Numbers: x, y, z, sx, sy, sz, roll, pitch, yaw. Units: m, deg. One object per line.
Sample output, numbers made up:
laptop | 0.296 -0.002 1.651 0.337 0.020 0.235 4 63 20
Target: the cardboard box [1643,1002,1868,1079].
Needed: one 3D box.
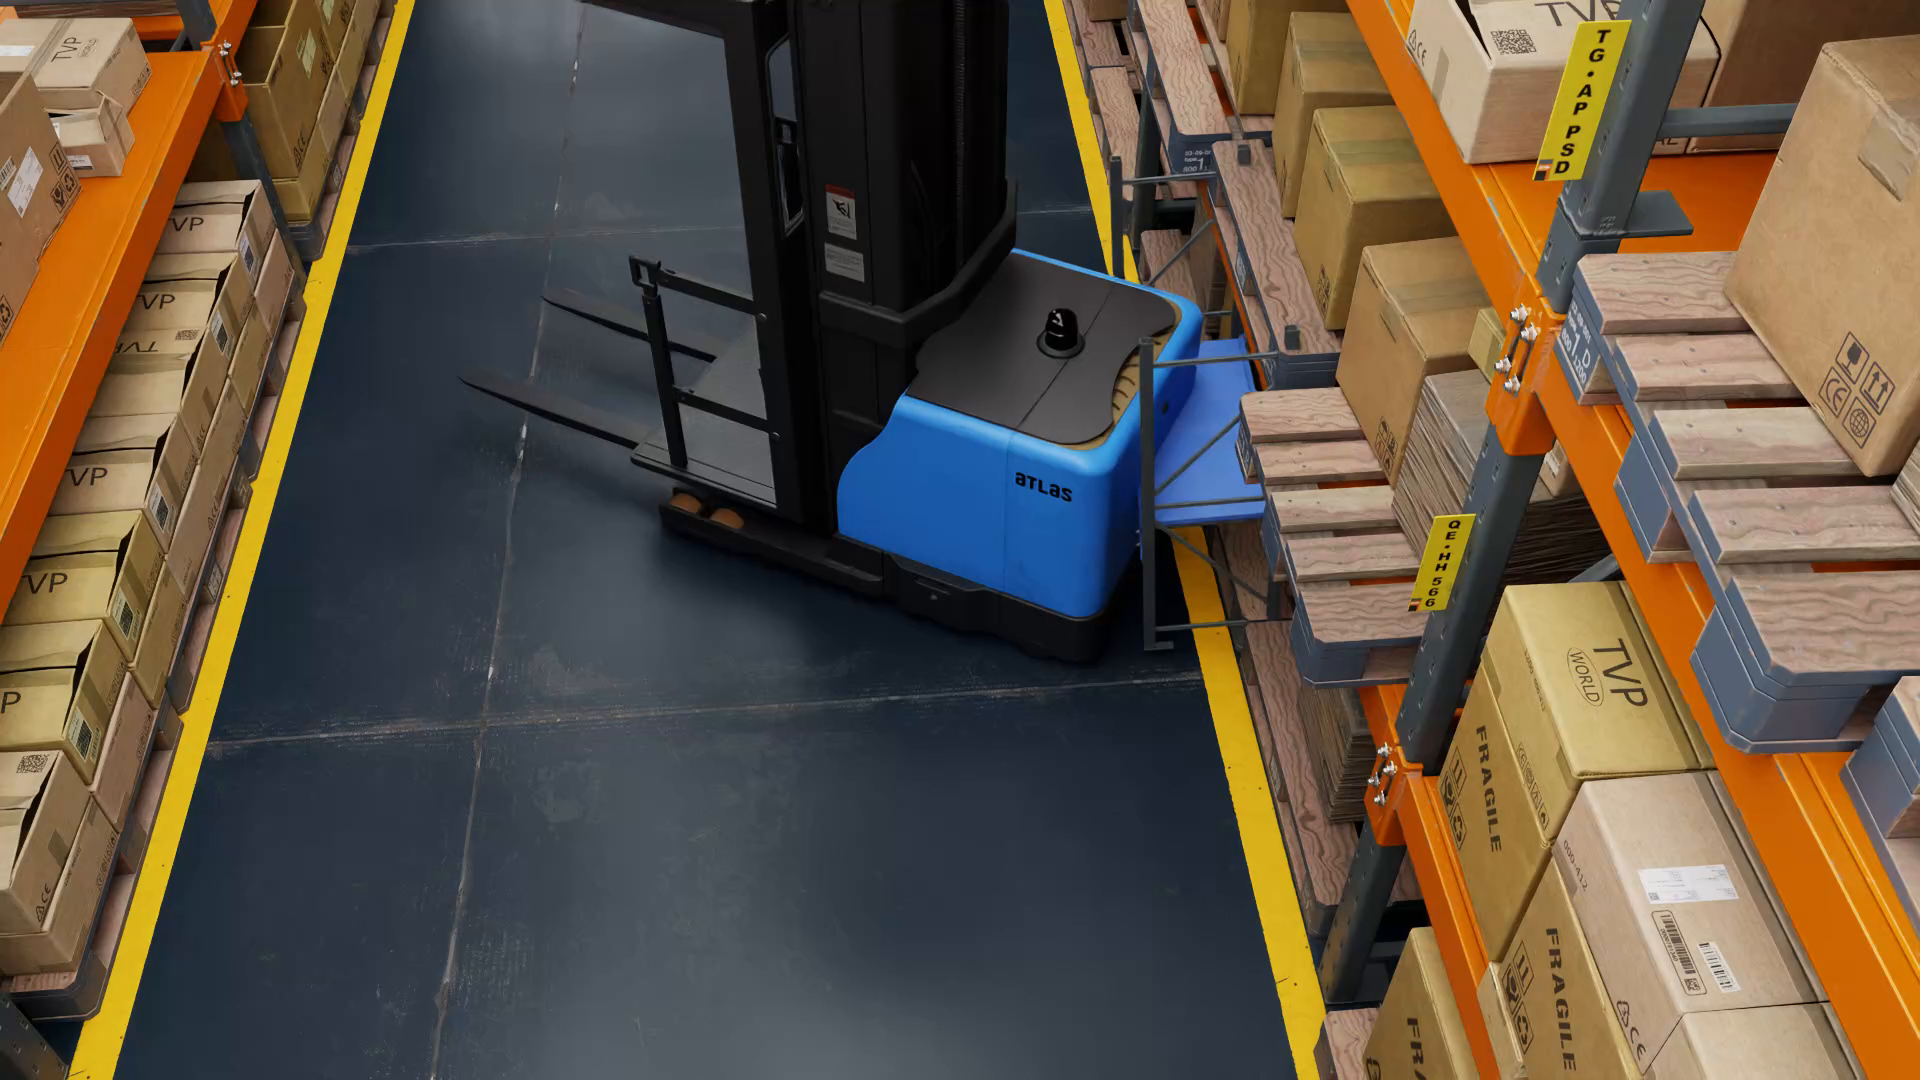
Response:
cardboard box | 1.539 1.081 2.856 0.500 0.250 0.500 -3 47 -3

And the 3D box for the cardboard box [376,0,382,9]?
cardboard box | -3.502 -3.203 9.322 0.500 0.250 0.500 -3 47 -3

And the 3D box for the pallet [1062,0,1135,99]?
pallet | 1.135 -2.916 9.366 1.003 0.211 1.213 -3 47 -3

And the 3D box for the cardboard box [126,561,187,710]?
cardboard box | -3.113 0.356 5.951 0.500 0.250 0.500 -5 47 -4

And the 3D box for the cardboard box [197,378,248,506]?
cardboard box | -3.197 -0.383 6.651 0.500 0.250 0.500 -3 47 -2

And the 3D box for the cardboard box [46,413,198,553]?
cardboard box | -3.157 -0.218 6.108 0.500 0.311 0.500 -4 47 -4

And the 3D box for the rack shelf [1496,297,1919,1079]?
rack shelf | 1.834 1.051 2.118 1.077 0.370 4.000 -3 47 -3

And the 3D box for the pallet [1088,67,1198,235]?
pallet | 1.240 -2.031 8.528 1.003 0.211 1.213 -3 47 -3

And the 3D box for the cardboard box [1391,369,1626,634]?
cardboard box | 1.617 -0.137 4.442 0.700 0.500 0.500 -8 47 -8

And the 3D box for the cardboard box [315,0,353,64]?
cardboard box | -3.415 -2.737 8.365 0.500 0.500 0.500 -3 47 -3

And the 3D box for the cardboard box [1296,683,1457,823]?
cardboard box | 1.554 0.578 5.555 0.700 0.500 0.500 -3 47 -3

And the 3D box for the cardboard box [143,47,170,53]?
cardboard box | -3.891 -2.344 7.992 0.500 0.500 0.500 -3 47 -3

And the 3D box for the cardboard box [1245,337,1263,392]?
cardboard box | 1.506 -0.524 6.599 0.700 0.500 0.500 -3 47 -3

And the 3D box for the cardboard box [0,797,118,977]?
cardboard box | -3.021 1.096 5.251 0.500 0.250 0.500 -4 47 -3

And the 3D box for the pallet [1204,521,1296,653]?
pallet | 1.504 -0.099 6.699 1.003 0.211 1.213 -3 47 -3

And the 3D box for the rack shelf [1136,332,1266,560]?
rack shelf | 0.879 -0.371 6.226 0.538 0.185 1.000 -5 46 3

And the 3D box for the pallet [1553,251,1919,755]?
pallet | 1.773 -0.116 2.858 1.213 0.211 1.003 -2 47 -1

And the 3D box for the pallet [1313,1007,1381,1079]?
pallet | 1.657 1.922 4.785 1.003 0.211 1.213 -3 47 -3

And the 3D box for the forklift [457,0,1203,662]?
forklift | -0.647 -1.297 5.959 3.031 2.935 1.130 19 50 17

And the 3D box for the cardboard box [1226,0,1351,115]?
cardboard box | 1.380 -1.917 6.128 0.700 0.500 0.500 1 47 1

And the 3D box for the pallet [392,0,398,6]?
pallet | -3.833 -3.587 10.002 1.003 0.211 1.213 -3 47 -3

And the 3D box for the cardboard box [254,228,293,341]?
cardboard box | -3.281 -1.119 7.348 0.500 0.250 0.500 -4 47 -4

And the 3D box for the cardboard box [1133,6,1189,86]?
cardboard box | 1.205 -2.546 8.514 0.500 0.500 0.500 -7 47 -6

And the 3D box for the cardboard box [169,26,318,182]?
cardboard box | -3.331 -2.014 7.679 0.500 0.500 0.500 -3 47 -3

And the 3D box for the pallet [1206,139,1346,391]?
pallet | 1.460 -0.976 5.740 1.003 0.211 1.213 -3 47 -3

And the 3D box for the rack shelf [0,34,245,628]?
rack shelf | -3.437 -0.508 5.661 1.077 0.370 4.000 -3 47 -3

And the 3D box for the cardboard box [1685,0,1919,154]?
cardboard box | 1.835 -1.220 3.691 0.500 0.500 0.500 -3 47 -3

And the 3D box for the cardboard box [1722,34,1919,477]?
cardboard box | 1.764 -0.489 2.709 0.700 0.500 0.500 -7 47 -6

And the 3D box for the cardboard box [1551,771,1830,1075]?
cardboard box | 1.493 0.719 3.199 0.500 0.250 0.500 -4 47 -4

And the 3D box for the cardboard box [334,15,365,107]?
cardboard box | -3.414 -2.479 8.637 0.500 0.250 0.500 -3 47 -3

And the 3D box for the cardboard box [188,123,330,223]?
cardboard box | -3.341 -1.755 7.951 0.500 0.250 0.500 -3 47 -3

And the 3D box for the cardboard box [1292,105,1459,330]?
cardboard box | 1.491 -1.037 5.295 0.700 0.500 0.500 -3 47 -3

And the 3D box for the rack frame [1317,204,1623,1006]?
rack frame | 1.667 0.388 4.317 1.000 3.000 0.127 -3 47 -3

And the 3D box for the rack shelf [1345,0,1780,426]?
rack shelf | 1.499 -1.843 4.859 1.077 0.370 4.000 -3 47 -3

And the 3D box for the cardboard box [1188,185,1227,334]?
cardboard box | 1.410 -1.266 7.302 0.700 0.500 0.500 -2 47 -2

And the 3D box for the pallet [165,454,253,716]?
pallet | -3.398 0.172 6.442 1.003 0.211 1.213 -3 47 -3

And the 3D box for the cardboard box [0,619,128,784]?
cardboard box | -3.073 0.524 5.407 0.500 0.311 0.500 -5 47 -4

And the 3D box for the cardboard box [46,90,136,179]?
cardboard box | -3.348 -1.531 6.227 0.396 0.266 0.258 -5 47 -4

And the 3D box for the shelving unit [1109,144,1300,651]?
shelving unit | 0.863 -0.494 6.096 0.538 1.500 1.048 -5 46 3

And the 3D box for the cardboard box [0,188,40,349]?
cardboard box | -3.470 -0.937 5.502 0.500 0.500 0.500 -3 47 -3

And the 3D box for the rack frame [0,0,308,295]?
rack frame | -3.604 -2.202 6.770 1.000 3.000 0.127 -3 47 -3

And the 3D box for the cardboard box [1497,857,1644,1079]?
cardboard box | 1.487 0.991 3.458 0.500 0.500 0.500 -2 47 -2

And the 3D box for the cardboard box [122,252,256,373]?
cardboard box | -3.235 -0.943 6.795 0.500 0.311 0.500 -2 47 -2

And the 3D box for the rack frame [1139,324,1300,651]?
rack frame | 0.878 -0.128 5.744 0.500 1.500 0.032 -5 46 3

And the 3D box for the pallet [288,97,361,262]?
pallet | -3.629 -1.822 8.330 1.003 0.211 1.213 -3 47 -3

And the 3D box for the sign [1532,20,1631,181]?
sign | 1.126 -0.790 3.010 0.100 0.325 0.005 -3 47 -3

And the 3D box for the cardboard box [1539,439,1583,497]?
cardboard box | 1.608 -0.269 4.120 0.380 0.149 0.250 -9 47 -8
